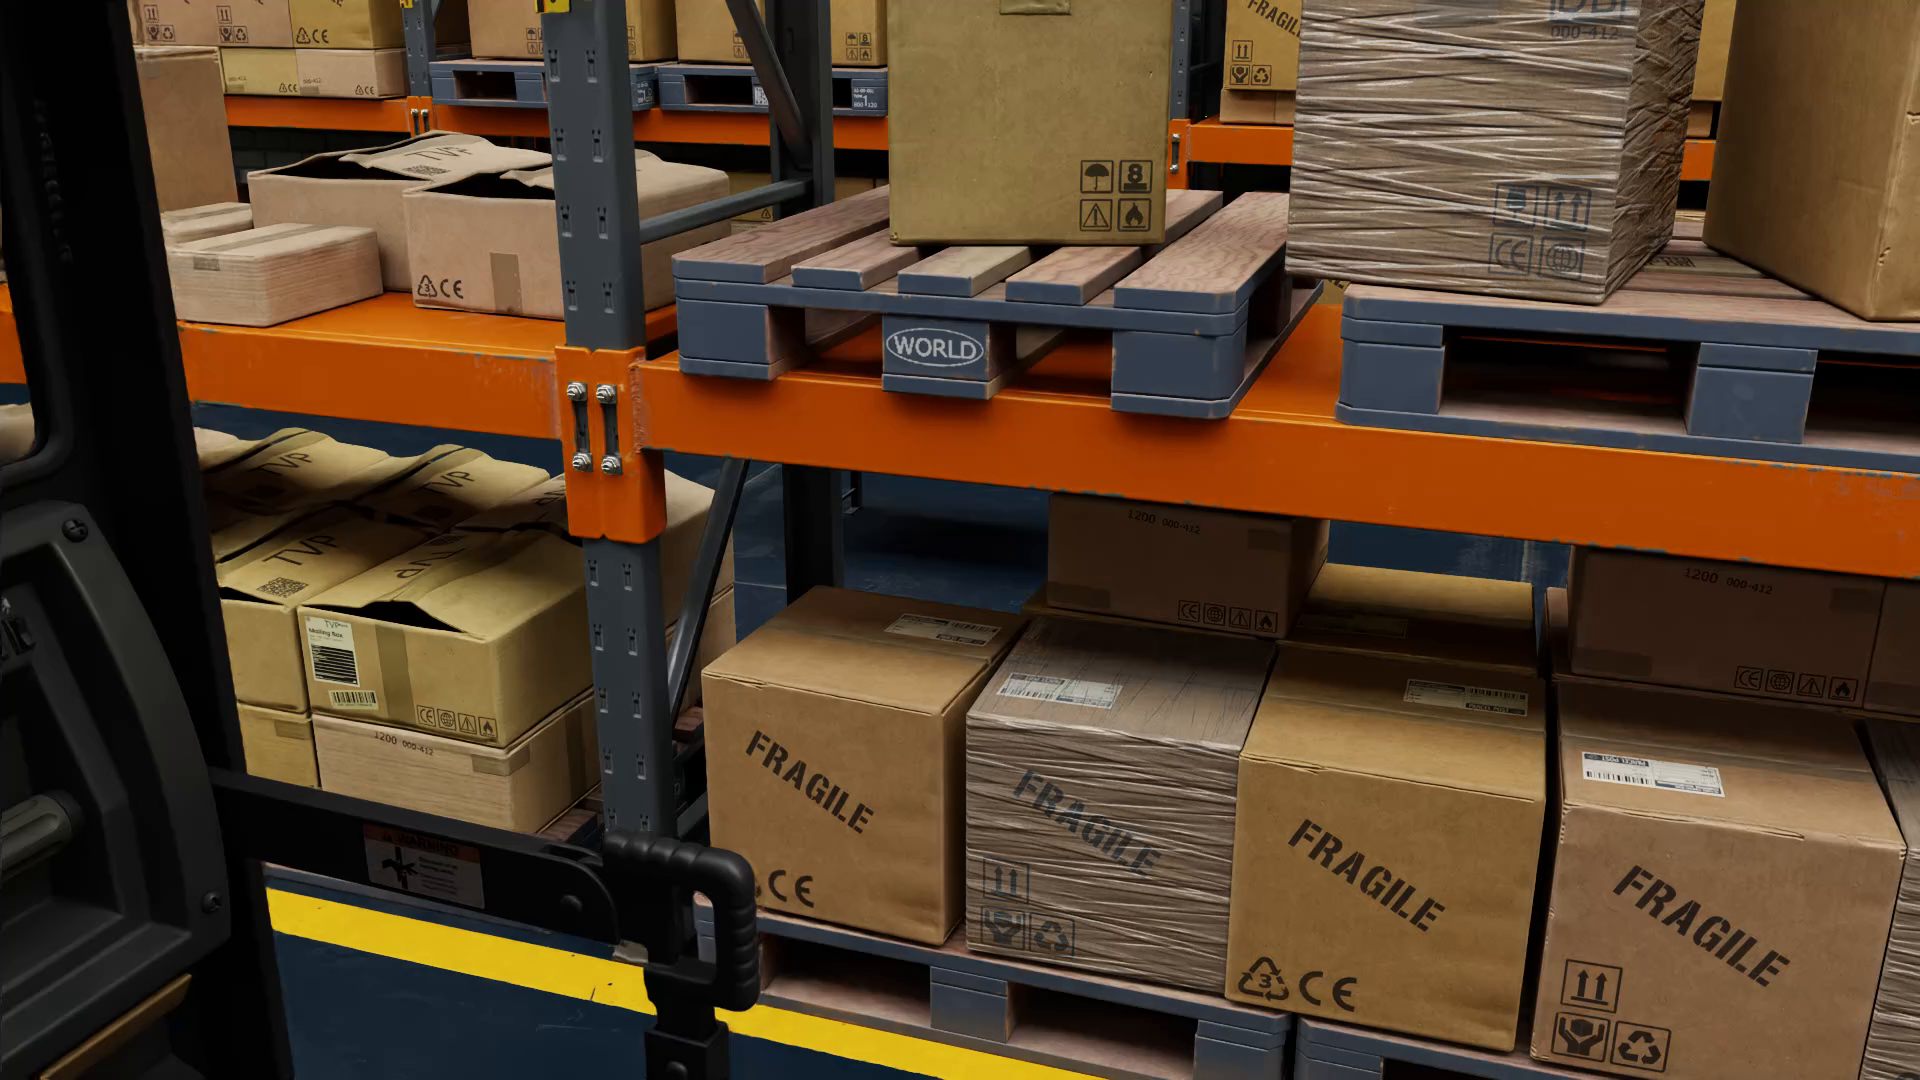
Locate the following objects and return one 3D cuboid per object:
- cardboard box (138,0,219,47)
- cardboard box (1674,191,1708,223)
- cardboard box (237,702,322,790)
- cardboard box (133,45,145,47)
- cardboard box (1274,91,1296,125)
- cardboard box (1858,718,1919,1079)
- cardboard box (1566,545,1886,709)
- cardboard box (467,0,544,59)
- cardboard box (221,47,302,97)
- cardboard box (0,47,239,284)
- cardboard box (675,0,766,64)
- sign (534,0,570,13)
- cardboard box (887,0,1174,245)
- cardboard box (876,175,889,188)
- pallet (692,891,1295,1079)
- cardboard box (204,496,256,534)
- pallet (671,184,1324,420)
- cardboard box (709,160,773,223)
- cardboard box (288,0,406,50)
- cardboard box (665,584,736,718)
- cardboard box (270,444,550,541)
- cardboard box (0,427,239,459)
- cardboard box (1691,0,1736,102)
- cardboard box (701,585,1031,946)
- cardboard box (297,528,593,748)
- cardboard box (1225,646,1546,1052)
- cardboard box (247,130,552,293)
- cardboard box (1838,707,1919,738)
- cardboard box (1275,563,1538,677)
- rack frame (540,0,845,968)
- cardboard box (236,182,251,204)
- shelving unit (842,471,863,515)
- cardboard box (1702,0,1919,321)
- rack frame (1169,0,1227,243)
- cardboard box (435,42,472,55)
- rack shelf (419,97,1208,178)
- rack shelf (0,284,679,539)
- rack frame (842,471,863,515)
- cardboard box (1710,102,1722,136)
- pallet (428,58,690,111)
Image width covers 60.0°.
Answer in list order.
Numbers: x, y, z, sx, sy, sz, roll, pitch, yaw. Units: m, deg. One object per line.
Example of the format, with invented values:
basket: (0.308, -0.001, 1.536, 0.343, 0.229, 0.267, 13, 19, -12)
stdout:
cardboard box: (-4.161, -3.004, 9.195, 0.500, 0.500, 0.500, 6, 20, 16)
cardboard box: (3.392, -1.090, 7.275, 0.750, 0.750, 0.750, 7, 20, 20)
cardboard box: (-1.576, 0.391, 3.937, 0.500, 0.250, 0.500, 6, 20, 17)
cardboard box: (-4.638, -2.702, 9.468, 0.500, 0.250, 0.500, 7, 20, 19)
cardboard box: (1.581, -1.968, 7.515, 0.250, 0.149, 0.380, 7, 20, 19)
cardboard box: (1.769, 0.656, 2.765, 0.500, 0.500, 0.500, 7, 20, 19)
cardboard box: (1.472, 0.087, 3.260, 0.500, 0.250, 0.500, 6, 20, 17)
cardboard box: (-2.198, -2.836, 8.834, 0.500, 0.500, 0.700, 7, 20, 18)
cardboard box: (-3.682, -2.598, 9.171, 0.500, 0.250, 0.500, 7, 20, 18)
cardboard box: (-2.101, -0.897, 3.941, 0.500, 0.500, 0.500, 5, 20, 15)
cardboard box: (-1.040, -2.712, 8.478, 0.500, 0.500, 0.700, 10, 21, 26)
sign: (-0.690, -1.048, 2.765, 0.005, 0.325, 0.100, 7, 20, 18)
cardboard box: (0.121, -0.886, 3.272, 0.500, 0.500, 0.700, 0, 19, 0)
cardboard box: (-0.104, -1.738, 8.496, 0.500, 0.250, 0.500, 7, 20, 19)
pallet: (0.182, 0.735, 3.646, 1.213, 0.211, 1.003, 7, 20, 18)
cardboard box: (-2.056, 0.072, 4.000, 0.500, 0.311, 0.500, 6, 20, 18)
pallet: (0.152, -0.532, 3.336, 1.003, 0.211, 1.213, 7, 20, 18)
cardboard box: (-1.057, -1.852, 8.822, 0.500, 0.250, 0.500, 6, 20, 16)
cardboard box: (-3.216, -2.894, 8.880, 0.500, 0.500, 0.500, 6, 20, 18)
cardboard box: (-0.909, 0.278, 4.260, 0.500, 0.250, 0.500, 6, 20, 18)
cardboard box: (-1.408, -0.040, 4.323, 0.500, 0.311, 0.500, 6, 20, 17)
cardboard box: (-2.375, -0.152, 4.641, 0.500, 0.311, 0.500, 6, 20, 17)
cardboard box: (2.940, -2.112, 6.944, 0.500, 0.500, 0.500, 7, 20, 20)
cardboard box: (-0.175, 0.437, 3.395, 0.500, 0.500, 0.500, 7, 21, 20)
cardboard box: (-1.087, 0.182, 3.686, 0.500, 0.311, 0.500, 7, 20, 19)
cardboard box: (0.794, 0.547, 3.078, 0.500, 0.500, 0.500, 6, 20, 17)
cardboard box: (-1.292, -0.788, 3.917, 0.500, 0.311, 0.500, 6, 20, 17)
cardboard box: (1.913, 0.492, 3.236, 0.500, 0.500, 0.500, 7, 20, 19)
cardboard box: (0.938, 0.383, 3.550, 0.500, 0.500, 0.500, 6, 20, 16)
rack frame: (-0.511, -0.674, 3.452, 0.127, 3.000, 1.000, 7, 20, 18)
cardboard box: (-4.607, -1.847, 9.946, 0.500, 0.500, 0.700, 5, 20, 15)
shelving unit: (0.006, -0.530, 5.889, 1.048, 1.125, 0.538, 7, 20, 18)
cardboard box: (1.578, -0.659, 2.619, 0.500, 0.500, 0.700, 1, 19, 4)
rack frame: (1.111, -2.214, 7.872, 0.127, 3.000, 1.000, 7, 20, 18)
cardboard box: (-3.041, -2.703, 9.470, 0.500, 0.250, 0.500, 7, 20, 19)
rack shelf: (-0.778, -2.091, 8.610, 4.000, 0.370, 1.077, 7, 20, 18)
rack shelf: (-2.400, -0.550, 4.190, 4.000, 0.370, 1.077, 7, 20, 18)
rack frame: (-0.474, -0.585, 6.047, 0.032, 1.125, 0.500, 7, 20, 18)
cardboard box: (3.292, -1.772, 6.955, 0.250, 0.149, 0.380, 6, 20, 17)
pallet: (-1.993, -2.428, 8.776, 1.213, 0.211, 1.003, 7, 20, 18)
